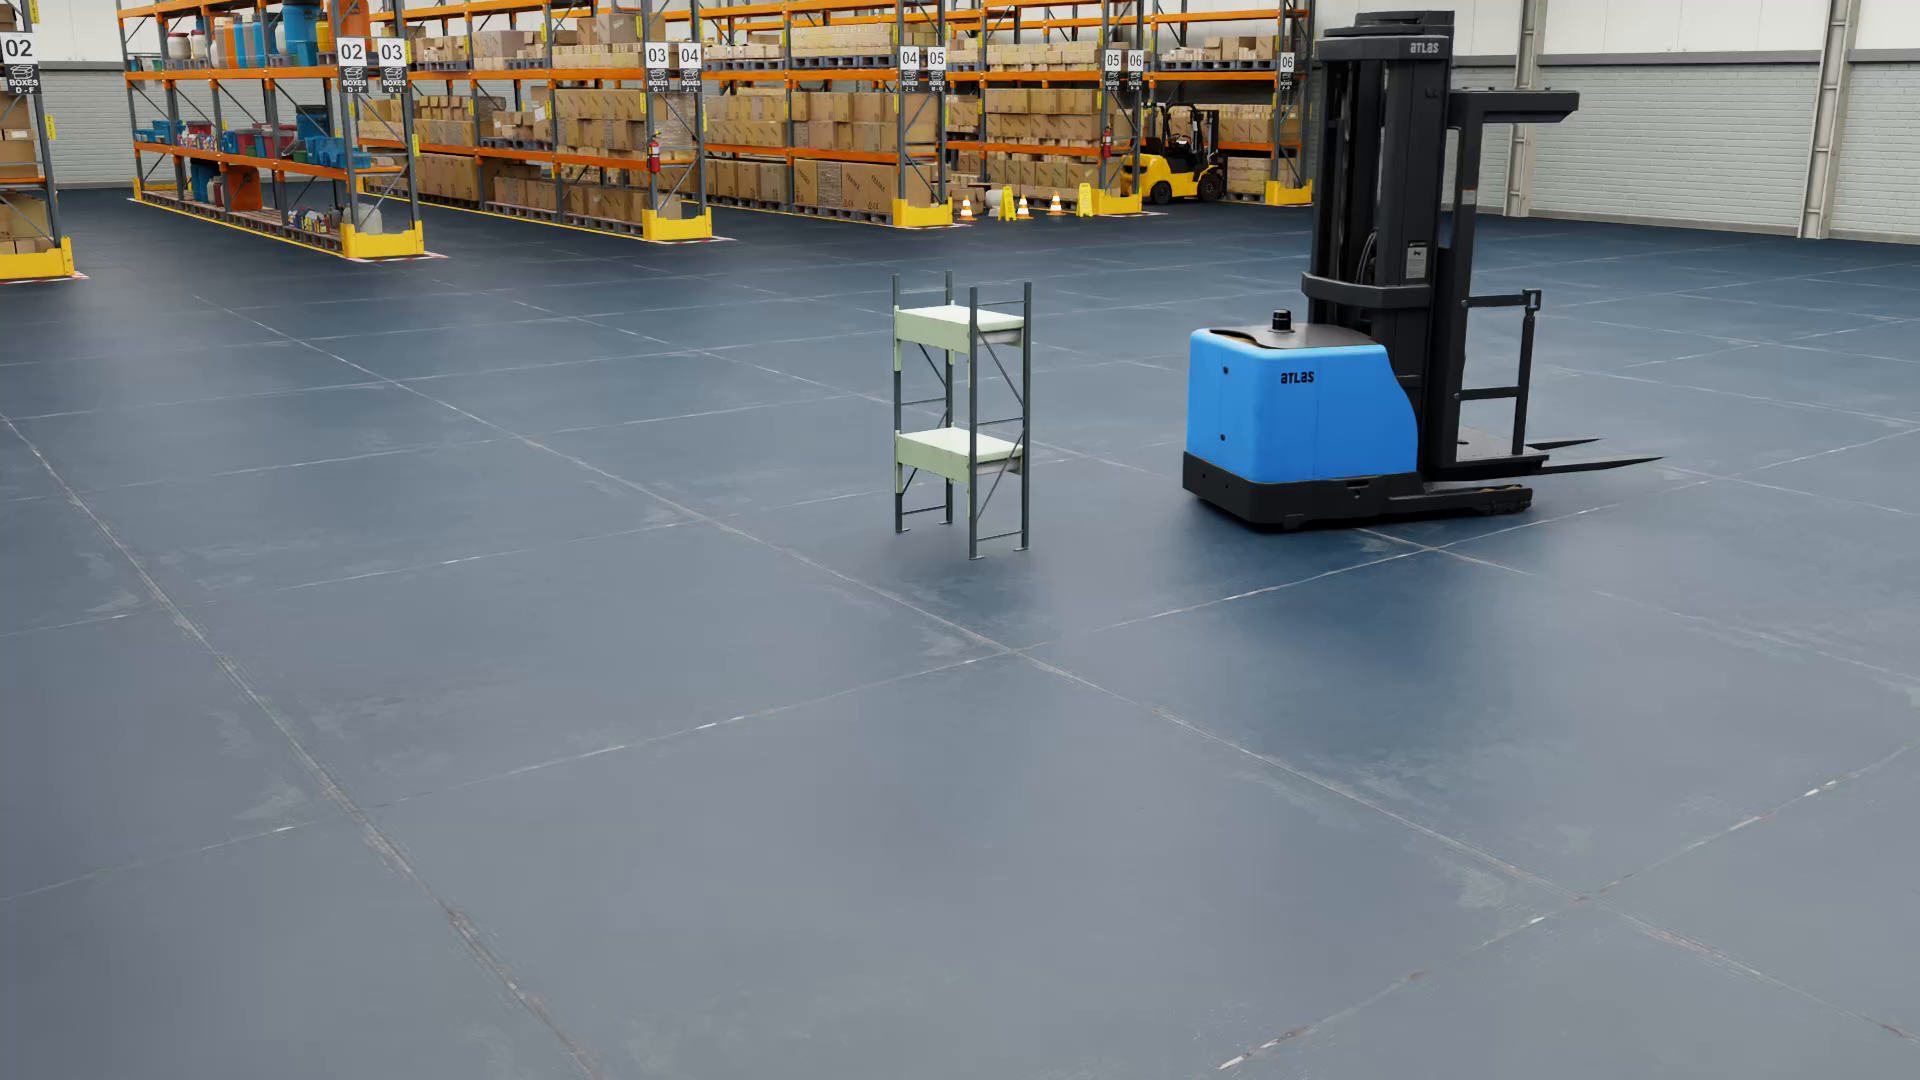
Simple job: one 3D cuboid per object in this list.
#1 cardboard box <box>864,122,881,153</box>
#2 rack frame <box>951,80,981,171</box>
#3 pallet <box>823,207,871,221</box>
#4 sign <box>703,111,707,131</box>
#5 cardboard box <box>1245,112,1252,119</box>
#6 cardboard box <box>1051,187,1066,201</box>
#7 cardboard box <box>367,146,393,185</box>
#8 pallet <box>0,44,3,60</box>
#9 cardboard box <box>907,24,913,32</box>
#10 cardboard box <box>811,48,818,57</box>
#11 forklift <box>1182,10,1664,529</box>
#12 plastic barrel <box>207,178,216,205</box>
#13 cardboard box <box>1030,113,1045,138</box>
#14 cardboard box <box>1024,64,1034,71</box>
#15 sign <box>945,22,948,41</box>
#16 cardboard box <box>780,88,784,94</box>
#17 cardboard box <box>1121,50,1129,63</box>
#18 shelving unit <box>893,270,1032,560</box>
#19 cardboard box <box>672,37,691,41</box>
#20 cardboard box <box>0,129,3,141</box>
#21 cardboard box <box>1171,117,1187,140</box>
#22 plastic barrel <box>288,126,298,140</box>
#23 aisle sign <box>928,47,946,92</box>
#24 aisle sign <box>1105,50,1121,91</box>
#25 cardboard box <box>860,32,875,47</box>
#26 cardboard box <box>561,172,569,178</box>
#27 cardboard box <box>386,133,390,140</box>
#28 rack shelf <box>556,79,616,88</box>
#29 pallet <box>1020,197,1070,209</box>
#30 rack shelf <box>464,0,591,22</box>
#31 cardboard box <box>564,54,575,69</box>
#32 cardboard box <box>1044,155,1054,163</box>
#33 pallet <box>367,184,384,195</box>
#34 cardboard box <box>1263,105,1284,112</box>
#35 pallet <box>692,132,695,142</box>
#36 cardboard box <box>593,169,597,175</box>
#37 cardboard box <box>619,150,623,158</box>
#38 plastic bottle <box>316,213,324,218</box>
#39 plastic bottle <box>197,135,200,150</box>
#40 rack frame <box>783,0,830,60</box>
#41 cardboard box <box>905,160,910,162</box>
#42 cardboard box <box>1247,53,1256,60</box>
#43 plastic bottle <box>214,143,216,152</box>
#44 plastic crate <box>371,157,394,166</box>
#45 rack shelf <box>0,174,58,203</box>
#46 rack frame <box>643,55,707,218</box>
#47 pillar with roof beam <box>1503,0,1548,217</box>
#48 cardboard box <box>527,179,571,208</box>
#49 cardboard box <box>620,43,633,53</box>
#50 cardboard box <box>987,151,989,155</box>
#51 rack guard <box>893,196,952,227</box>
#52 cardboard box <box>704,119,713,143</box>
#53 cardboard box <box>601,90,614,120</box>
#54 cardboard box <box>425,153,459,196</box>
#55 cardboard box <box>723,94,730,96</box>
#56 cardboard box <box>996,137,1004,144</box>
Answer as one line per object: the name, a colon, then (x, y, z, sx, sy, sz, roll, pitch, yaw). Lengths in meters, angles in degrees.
cardboard box: (-1.303, -7.601, 31.382, 0.875, 0.550, 0.550, -11, 19, -35)
rack frame: (0.194, -11.466, 45.787, 1.000, 3.000, 0.127, -11, 19, -35)
pallet: (-1.954, -6.416, 32.620, 1.003, 0.211, 1.213, -11, 19, -35)
sign: (-4.340, -7.096, 28.181, 0.100, 0.325, 0.005, -11, 19, -35)
cardboard box: (6.542, -9.410, 36.858, 0.380, 0.149, 0.250, -10, 18, -34)
cardboard box: (2.246, -7.251, 34.801, 0.500, 0.250, 0.500, -11, 19, -34)
cardboard box: (-13.745, -9.064, 40.241, 0.875, 0.875, 0.875, -11, 19, -35)
pallet: (-13.189, -6.617, 22.554, 1.003, 0.211, 1.213, -11, 19, -35)
cardboard box: (-0.793, -9.478, 30.821, 0.380, 0.149, 0.250, -11, 19, -34)
cardboard box: (-2.674, -9.481, 32.342, 0.380, 0.149, 0.250, -11, 19, -35)
forklift: (2.980, -1.688, 10.190, 3.031, 2.935, 1.130, -5, 16, -18)
plastic barrel: (-14.859, -6.986, 33.336, 0.421, 0.512, 0.421, 0, 15, 0)
cardboard box: (1.830, -8.723, 35.014, 0.500, 0.500, 0.500, -11, 19, -34)
cardboard box: (1.557, -9.919, 34.927, 0.380, 0.149, 0.250, -11, 19, -36)
sign: (-0.255, -9.334, 30.509, 0.100, 0.325, 0.005, -11, 19, -35)
cardboard box: (-4.463, -11.682, 43.266, 0.380, 0.149, 0.250, -11, 19, -34)
cardboard box: (3.157, -9.799, 33.735, 0.500, 0.250, 0.500, -11, 19, -36)
shelving unit: (0.004, -0.722, 9.373, 0.431, 1.500, 0.755, -11, 19, -35)
cardboard box: (-6.173, -11.068, 37.012, 0.396, 0.266, 0.258, -11, 19, -35)
cardboard box: (-13.173, -5.470, 22.463, 0.380, 0.149, 0.250, -11, 19, -35)
cardboard box: (5.267, -9.562, 38.641, 0.500, 0.500, 0.500, -10, 18, -34)
plastic barrel: (-11.522, -6.983, 29.152, 0.433, 0.535, 0.433, 0, 15, 0)
aisle sign: (-0.423, -8.628, 30.493, 0.394, 0.787, 0.004, -11, 19, -35)
aisle sign: (3.039, -9.328, 33.051, 0.394, 0.787, 0.004, -11, 19, -35)
cardboard box: (-1.515, -9.279, 30.851, 0.500, 0.250, 0.500, -11, 19, -34)
cardboard box: (-10.066, -9.425, 42.935, 0.380, 0.149, 0.250, -10, 18, -33)
cardboard box: (-13.035, -9.324, 38.437, 0.380, 0.149, 0.250, -11, 19, -35)
rack shelf: (-8.939, -11.432, 41.343, 1.077, 0.370, 4.000, -11, 19, -35)
pallet: (2.030, -7.243, 35.639, 1.003, 0.211, 1.213, -11, 19, -35)
rack shelf: (-8.307, -10.229, 32.024, 1.077, 0.370, 4.000, -11, 19, -35)
cardboard box: (-6.758, -8.575, 29.825, 0.500, 0.250, 0.500, -11, 19, -35)
cardboard box: (1.986, -7.993, 34.860, 0.380, 0.149, 0.250, -10, 18, -32)
pallet: (-13.653, -8.507, 40.259, 1.003, 0.211, 1.213, -11, 19, -35)
cardboard box: (6.869, -9.452, 36.447, 0.380, 0.149, 0.250, -11, 19, -34)
pallet: (-5.916, -9.094, 37.483, 1.213, 0.211, 1.003, -11, 19, -35)
cardboard box: (-8.921, -9.185, 41.493, 0.380, 0.149, 0.250, -12, 19, -37)
cardboard box: (-5.697, -6.716, 28.909, 0.380, 0.149, 0.250, -11, 19, -35)
plastic bottle: (-10.532, -5.239, 27.360, 0.152, 0.276, 0.135, -11, 19, -35)
plastic bottle: (-14.931, -7.810, 32.649, 0.061, 0.283, 0.133, -11, 19, -35)
rack frame: (-3.059, -11.090, 33.050, 1.000, 3.000, 0.127, -11, 19, -35)
cardboard box: (-1.806, -9.179, 40.660, 0.875, 0.875, 0.875, -11, 19, -35)
cardboard box: (6.517, -10.610, 36.468, 0.380, 0.149, 0.250, -12, 19, -36)
plastic bottle: (-14.125, -7.486, 31.620, 0.097, 0.201, 0.097, 0, 15, 0)
plastic crate: (-9.051, -5.939, 26.094, 0.298, 0.136, 0.250, -11, 19, -35)
rack shelf: (-13.970, -5.137, 24.027, 1.077, 0.370, 4.000, -11, 19, -35)
rack frame: (-4.779, -6.594, 27.987, 1.000, 3.000, 0.127, -11, 19, -35)
pillar with roof beam: (7.615, -10.136, 29.565, 9.100, 9.000, 0.400, -11, 19, -35)
cardboard box: (-8.069, -6.814, 32.690, 0.700, 0.500, 0.500, -13, 20, -39)
cardboard box: (-5.502, -8.287, 28.019, 0.380, 0.149, 0.250, -12, 19, -37)
cardboard box: (0.864, -10.442, 44.757, 0.380, 0.149, 0.250, -11, 19, -35)
rack guard: (-0.693, -6.132, 31.032, 1.175, 0.500, 0.348, -11, 19, -35)
cardboard box: (-5.366, -8.961, 36.446, 0.500, 0.500, 0.500, -11, 19, -34)
cardboard box: (-5.893, -7.560, 28.870, 0.500, 0.500, 0.500, -11, 19, -35)
cardboard box: (-10.916, -8.010, 36.390, 1.225, 0.875, 0.875, -12, 19, -36)
cardboard box: (-6.119, -11.933, 45.409, 0.500, 0.500, 0.500, -11, 19, -36)
cardboard box: (1.001, -8.702, 36.166, 0.380, 0.149, 0.250, -10, 18, -33)
